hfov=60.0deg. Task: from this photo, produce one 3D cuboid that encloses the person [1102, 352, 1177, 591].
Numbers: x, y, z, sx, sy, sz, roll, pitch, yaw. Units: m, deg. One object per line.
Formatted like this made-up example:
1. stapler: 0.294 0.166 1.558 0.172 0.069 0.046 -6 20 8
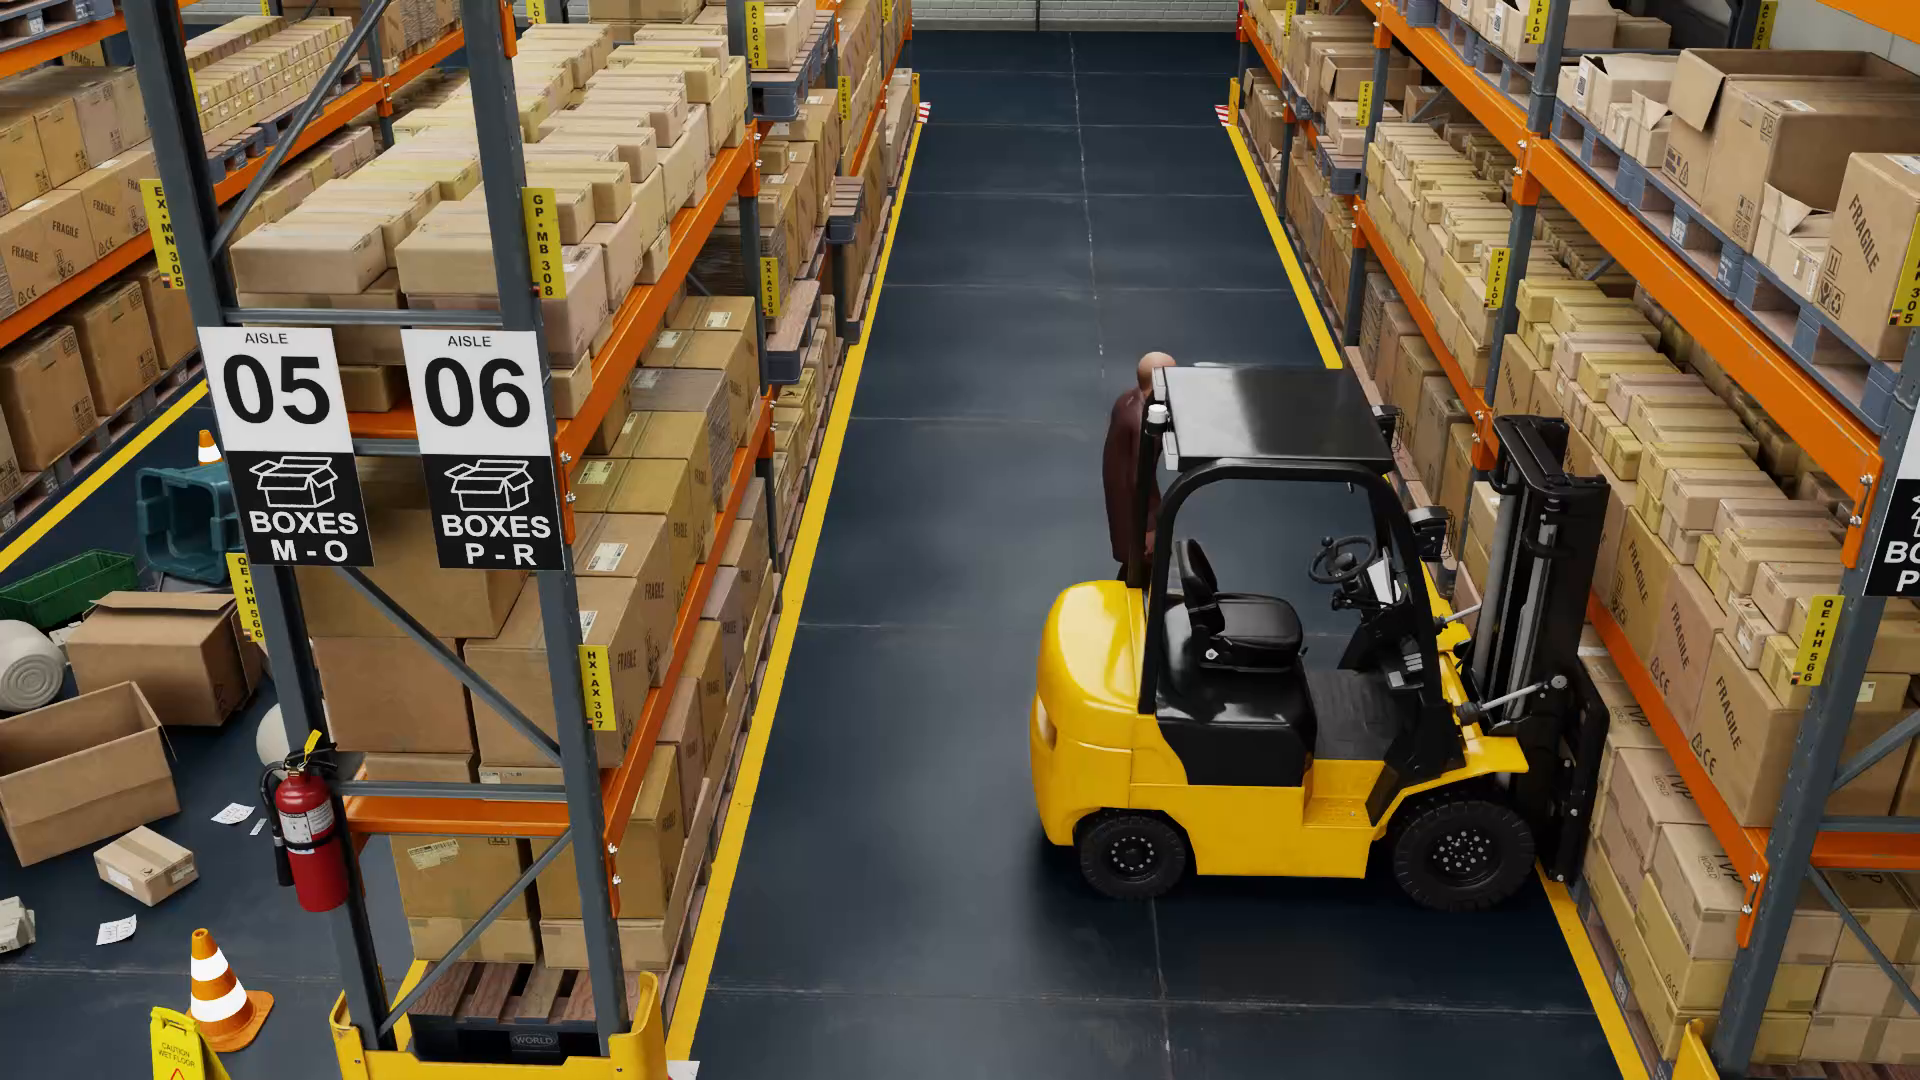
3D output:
1. person: 0.973 -0.166 8.957 0.429 1.772 0.644 -1 28 -1
